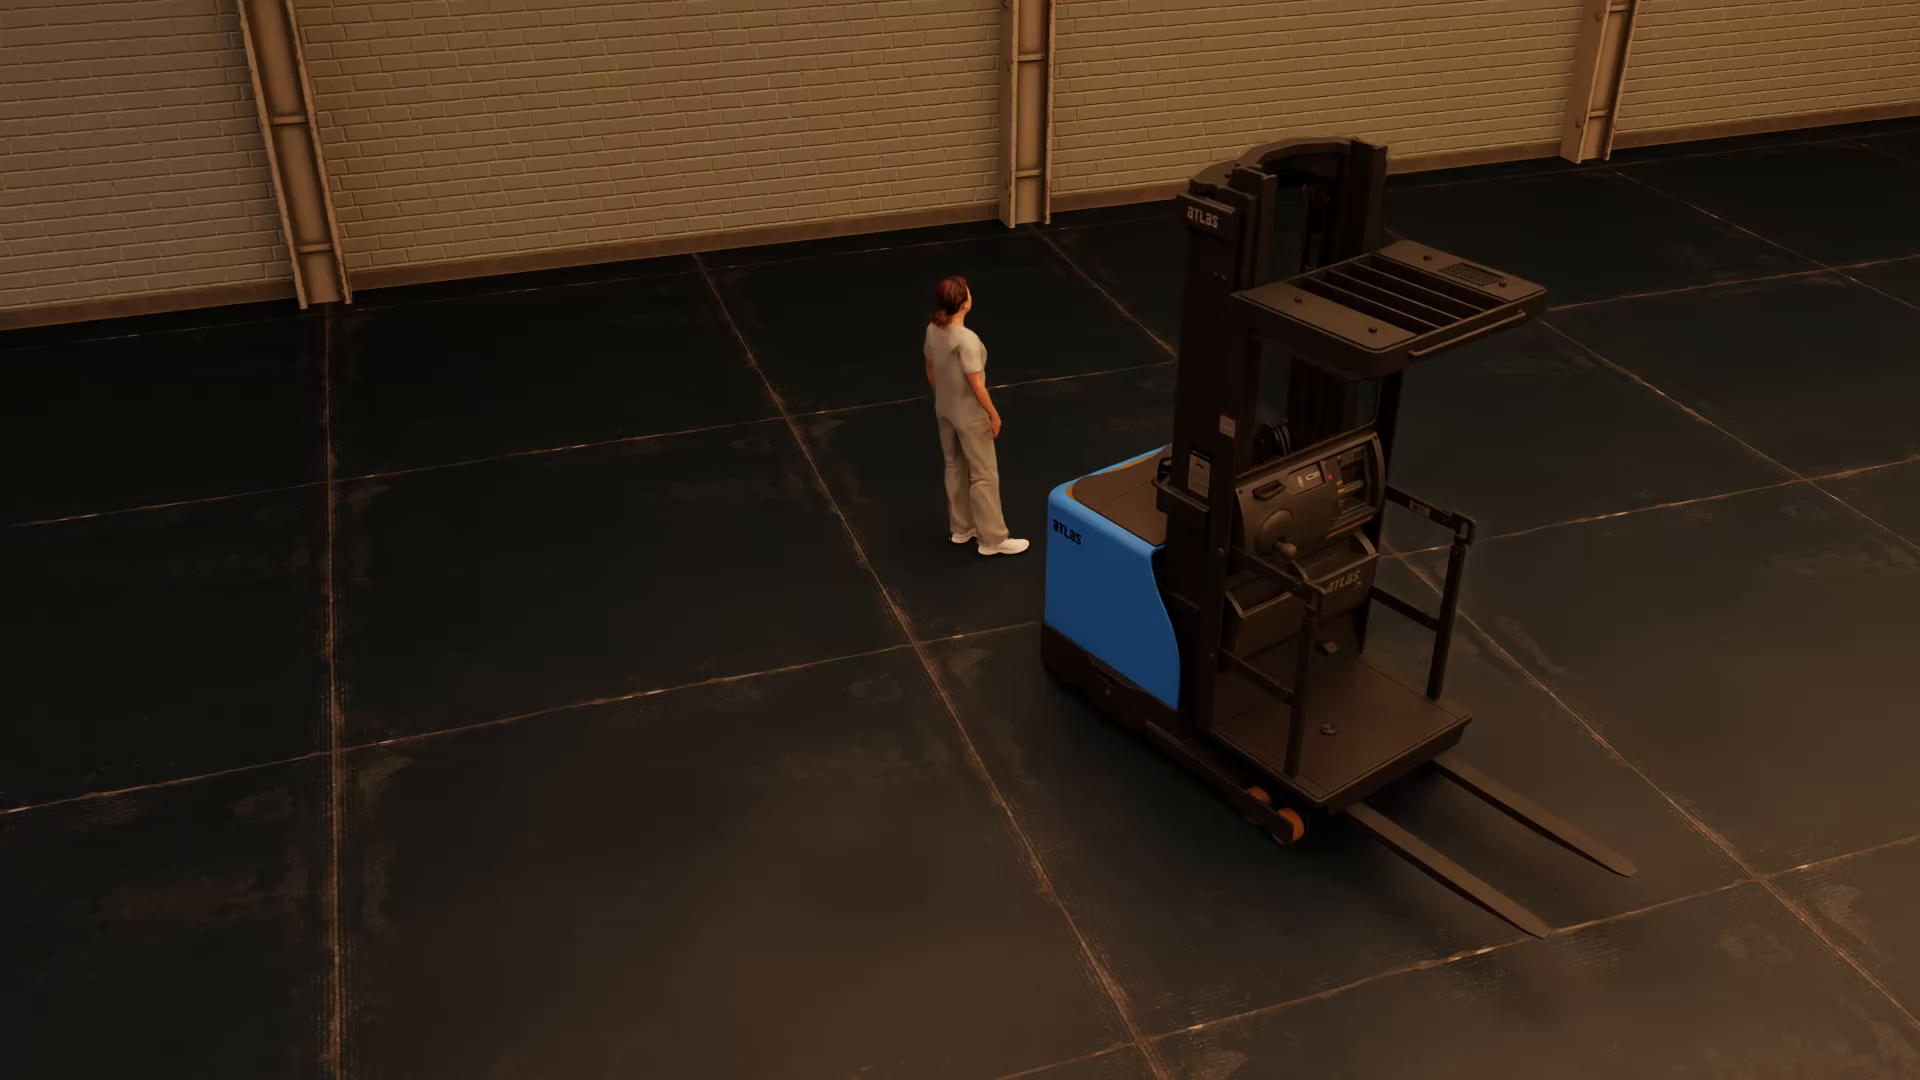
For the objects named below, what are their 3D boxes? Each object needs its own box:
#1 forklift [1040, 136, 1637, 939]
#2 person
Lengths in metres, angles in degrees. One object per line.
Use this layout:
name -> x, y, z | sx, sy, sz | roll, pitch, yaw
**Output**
forklift -> 1.717, -0.158, 7.361 | 1.130, 2.935, 3.031 | -21, 36, -32
person -> 0.062, -0.718, 9.604 | 0.444, 1.667, 0.618 | -21, 36, -32
